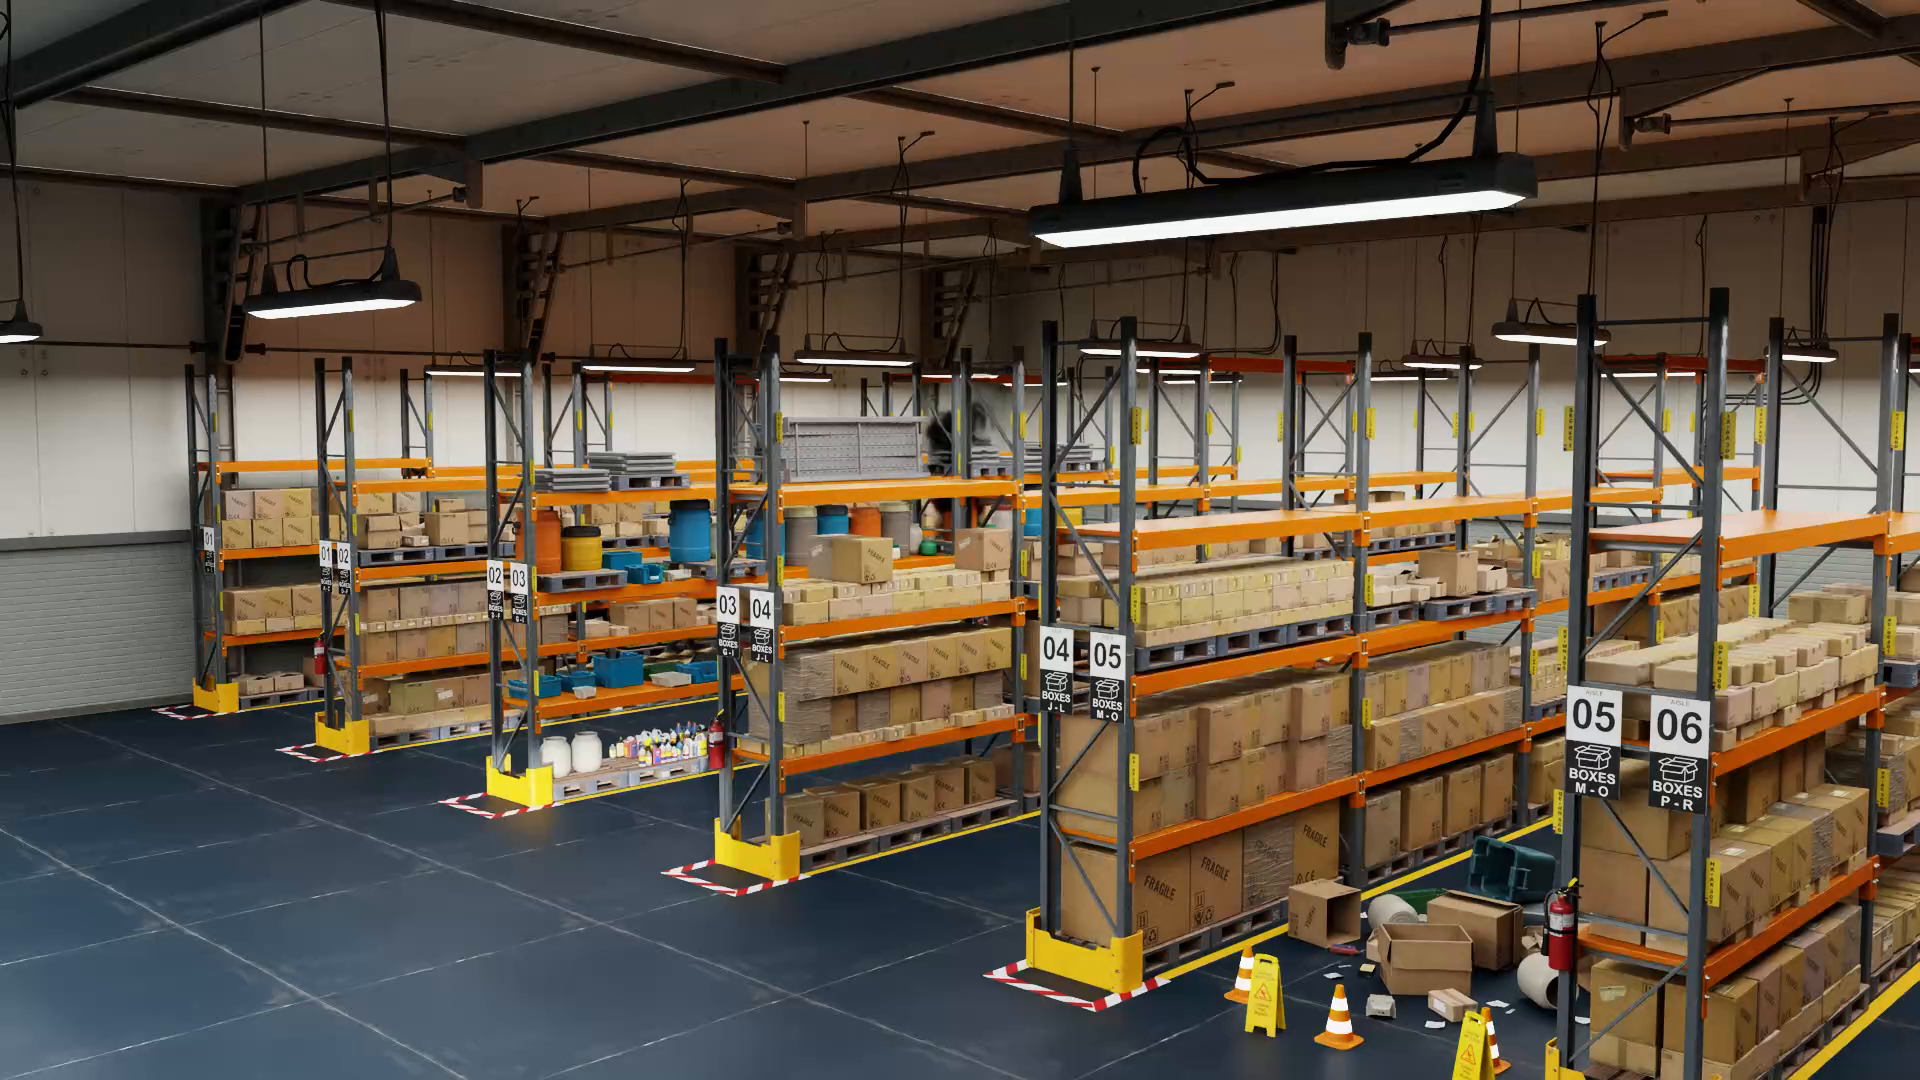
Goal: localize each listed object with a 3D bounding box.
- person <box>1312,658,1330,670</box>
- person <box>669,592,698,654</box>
[{"bbox_3d":[5.124,2.469,23.743,0.647,1.735,0.602,3,5,36],"label":"person"},{"bbox_3d":[-5.425,1.793,32.880,0.681,1.727,0.821,4,6,40],"label":"person"}]
